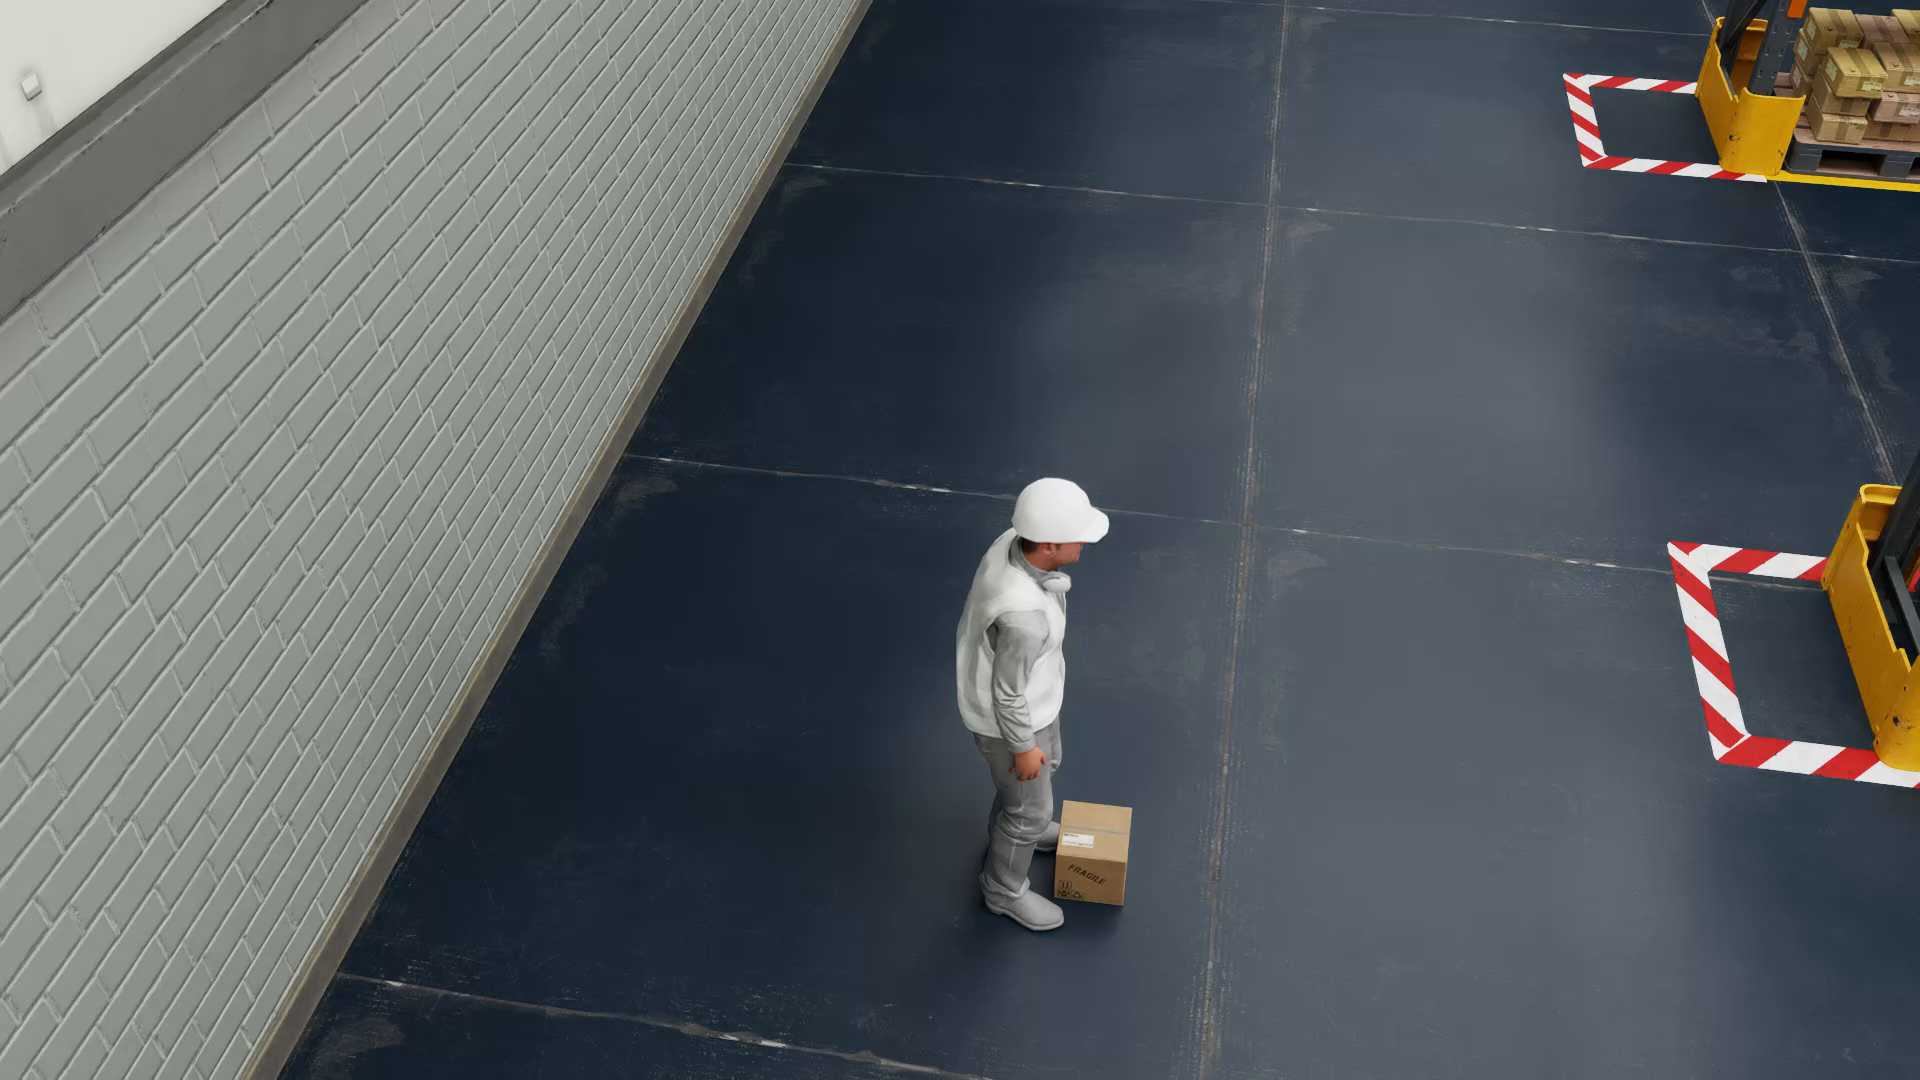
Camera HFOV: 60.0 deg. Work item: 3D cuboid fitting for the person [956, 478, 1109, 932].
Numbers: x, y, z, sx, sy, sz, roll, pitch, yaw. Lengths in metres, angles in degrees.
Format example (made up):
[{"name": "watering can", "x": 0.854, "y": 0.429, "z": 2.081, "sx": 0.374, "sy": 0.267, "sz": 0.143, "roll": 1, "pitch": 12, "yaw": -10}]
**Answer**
[{"name": "person", "x": 0.218, "y": 0.519, "z": 5.525, "sx": 0.465, "sy": 1.769, "sz": 0.581, "roll": 5, "pitch": 40, "yaw": 5}]
